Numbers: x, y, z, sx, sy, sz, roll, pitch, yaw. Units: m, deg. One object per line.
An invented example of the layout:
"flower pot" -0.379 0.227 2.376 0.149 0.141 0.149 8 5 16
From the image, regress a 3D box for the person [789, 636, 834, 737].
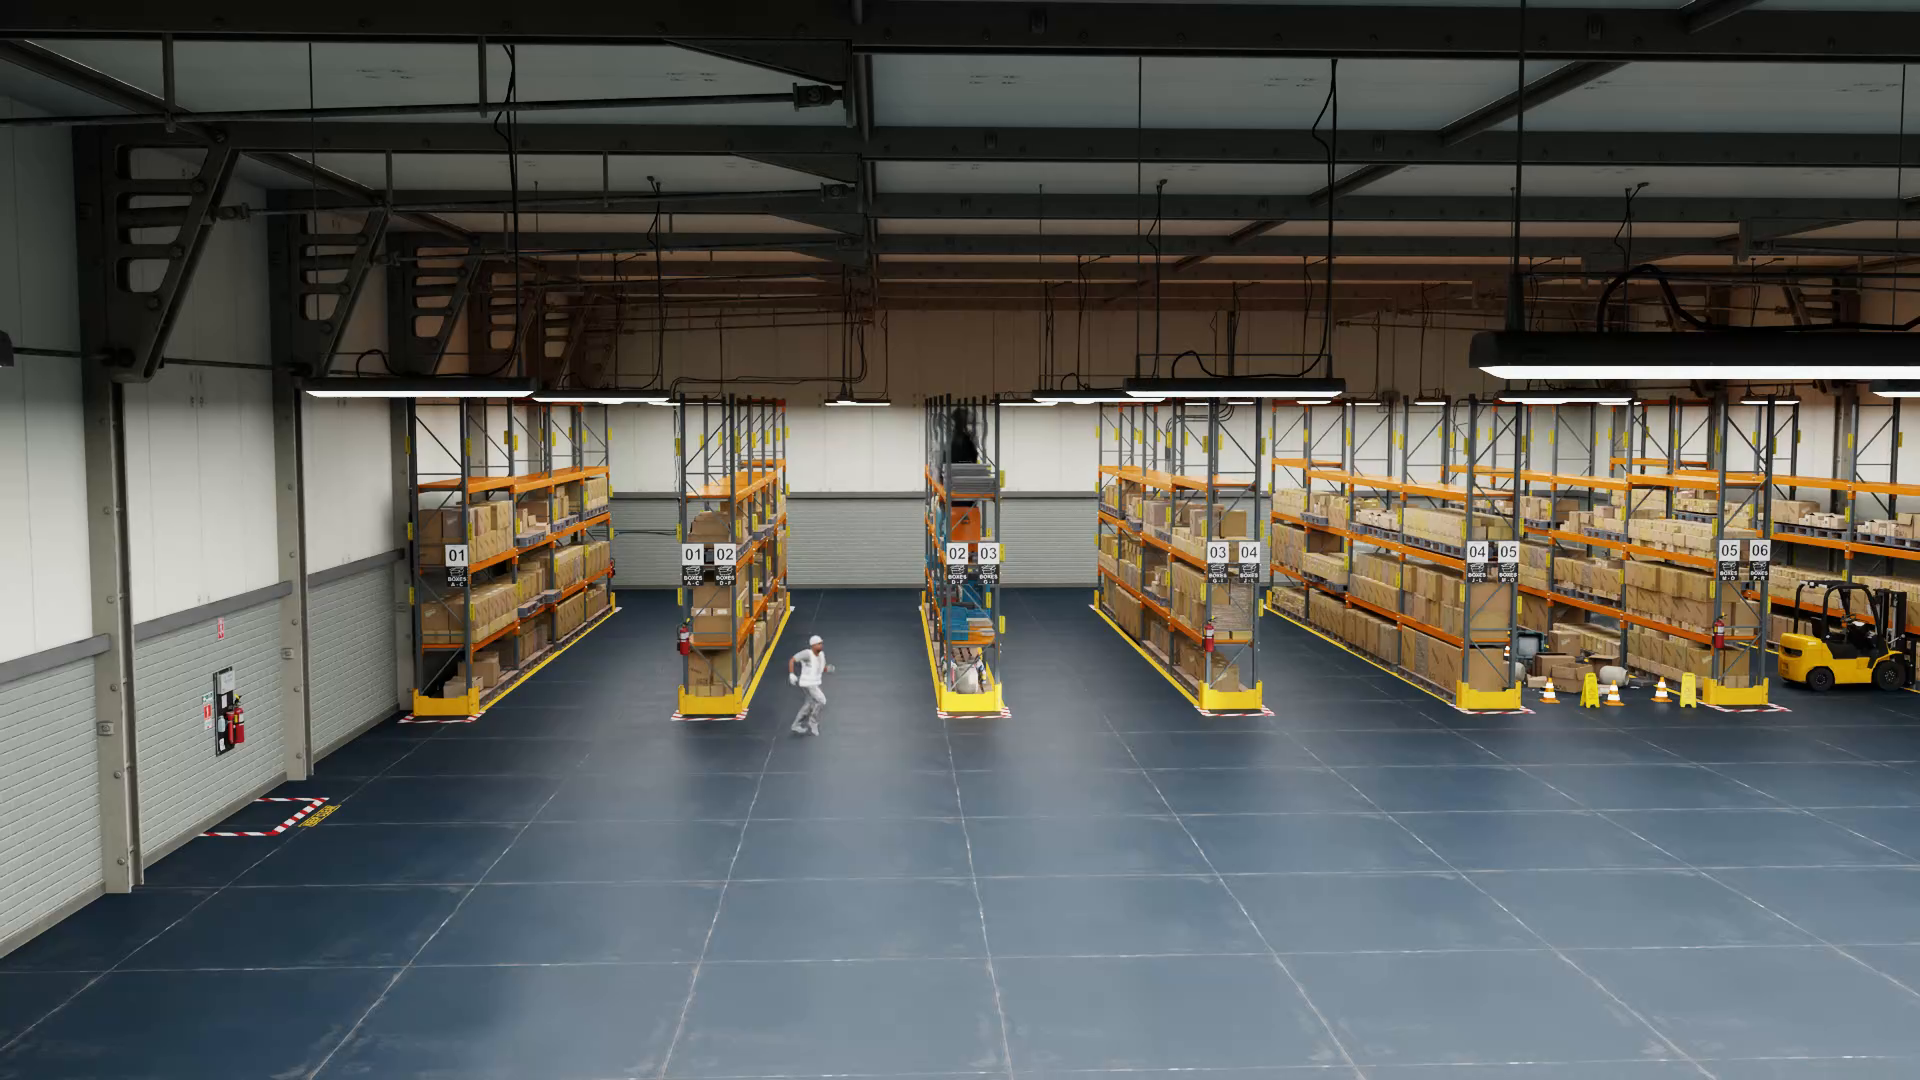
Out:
"person" -2.590 2.543 29.005 0.822 1.763 0.718 2 5 27
